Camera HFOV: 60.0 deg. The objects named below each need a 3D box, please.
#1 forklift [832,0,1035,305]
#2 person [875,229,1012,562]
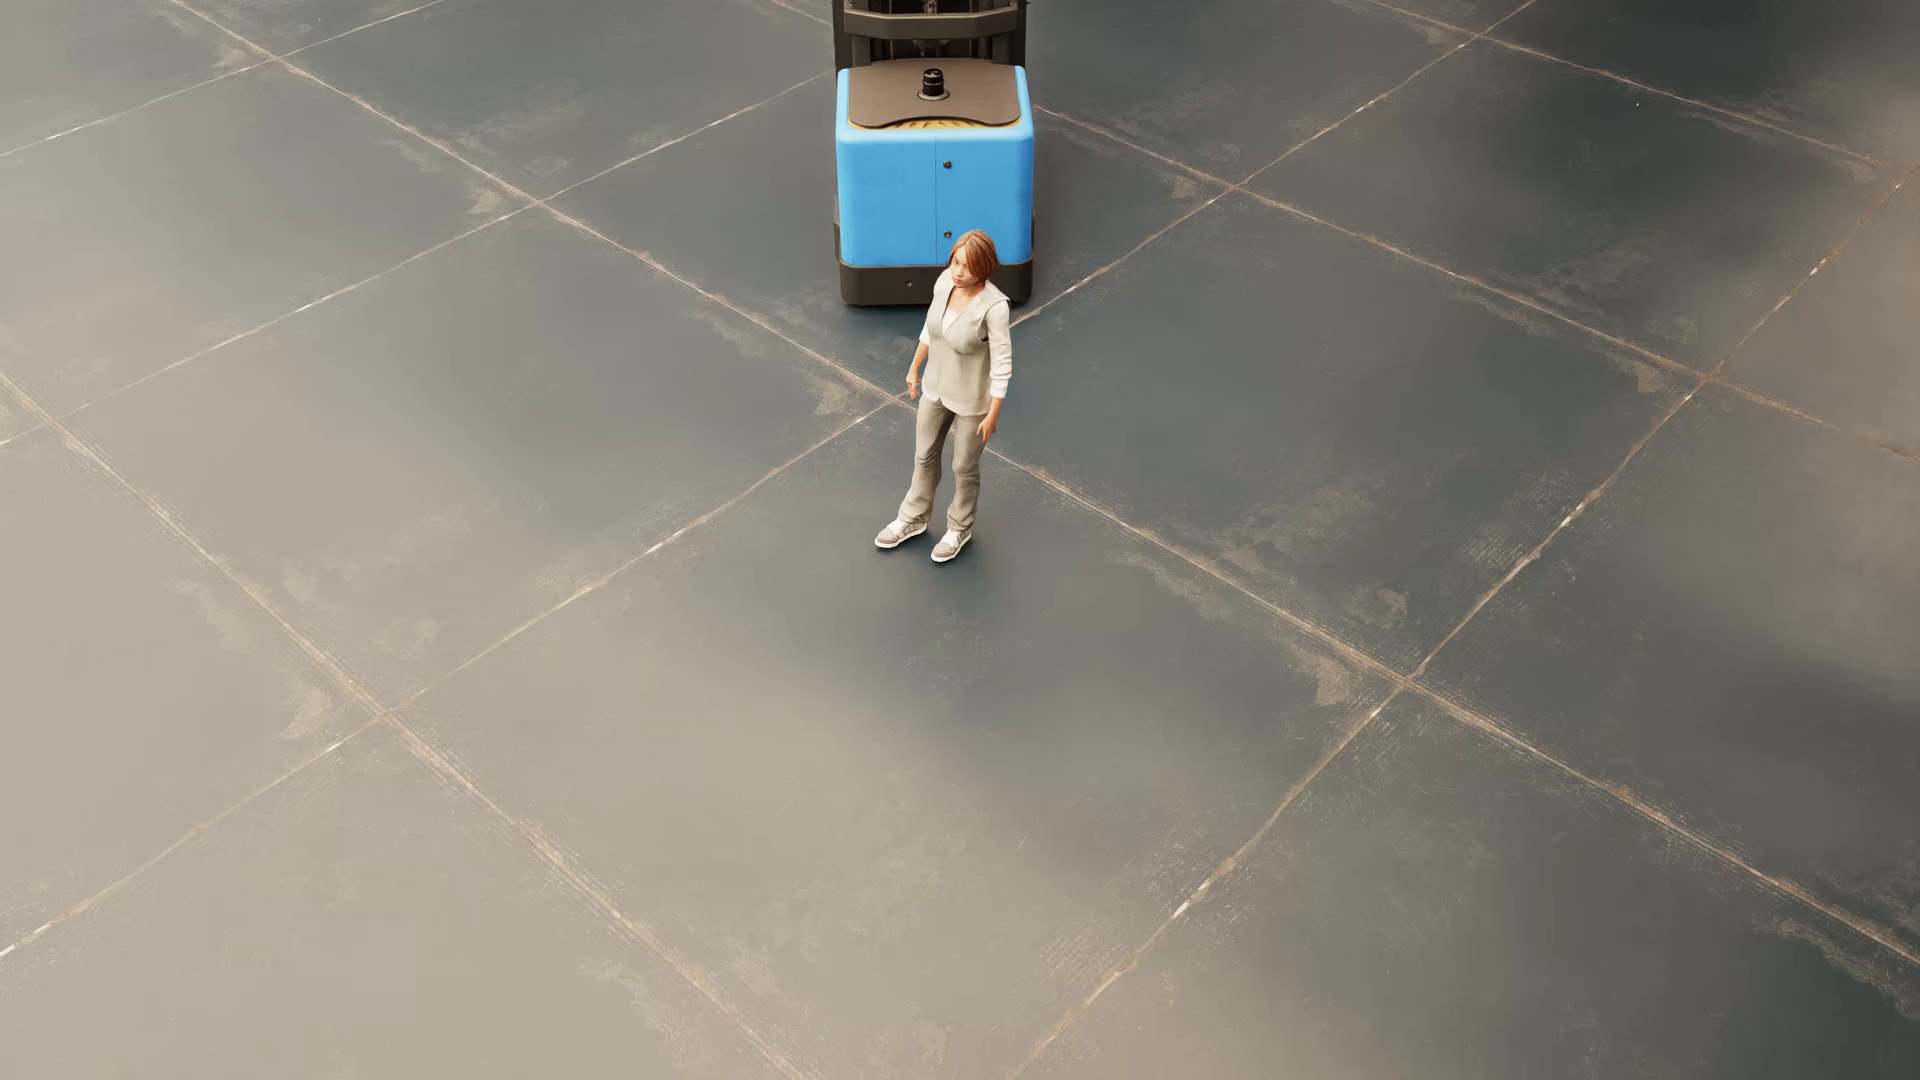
[{"bbox_3d":[-0.181,-3.331,9.311,1.130,2.935,3.031,-1,41,-2],"label":"forklift"},{"bbox_3d":[-0.060,-0.582,7.120,0.521,1.599,0.473,31,49,31],"label":"person"}]
